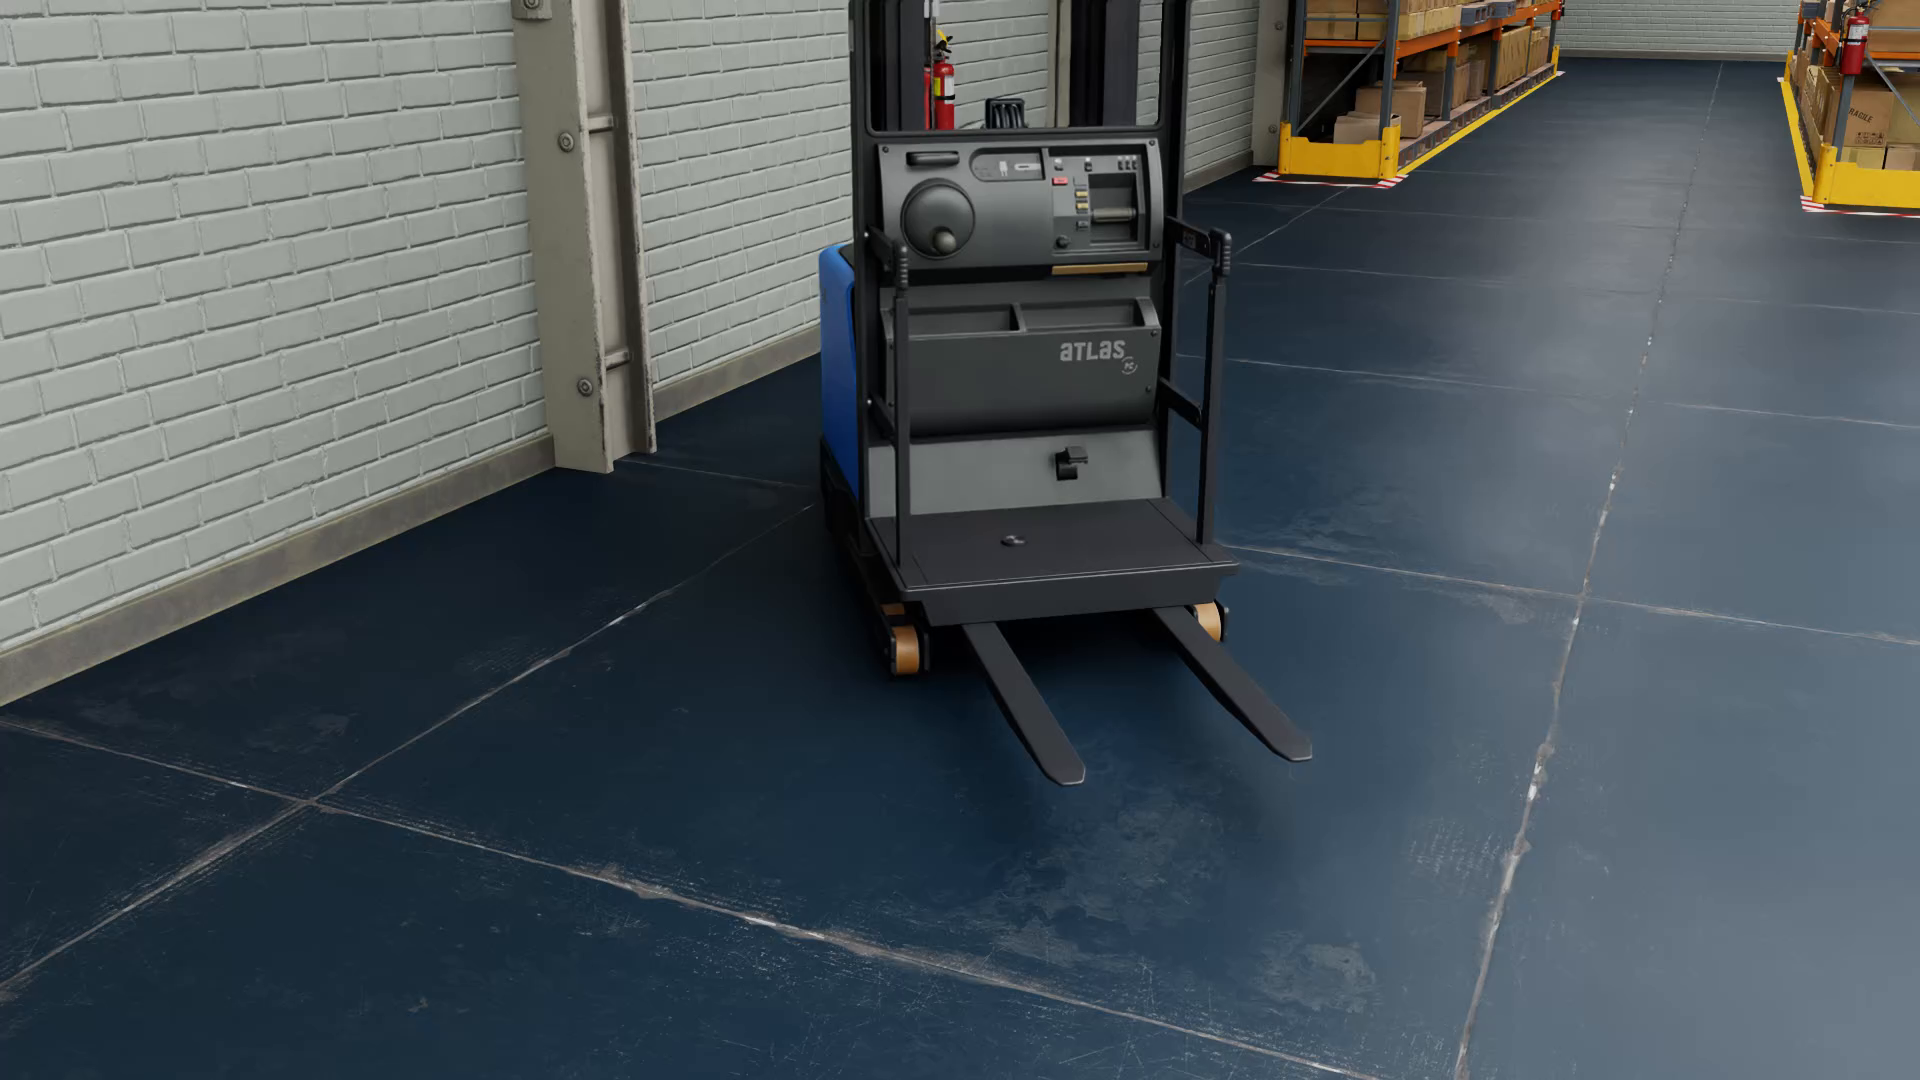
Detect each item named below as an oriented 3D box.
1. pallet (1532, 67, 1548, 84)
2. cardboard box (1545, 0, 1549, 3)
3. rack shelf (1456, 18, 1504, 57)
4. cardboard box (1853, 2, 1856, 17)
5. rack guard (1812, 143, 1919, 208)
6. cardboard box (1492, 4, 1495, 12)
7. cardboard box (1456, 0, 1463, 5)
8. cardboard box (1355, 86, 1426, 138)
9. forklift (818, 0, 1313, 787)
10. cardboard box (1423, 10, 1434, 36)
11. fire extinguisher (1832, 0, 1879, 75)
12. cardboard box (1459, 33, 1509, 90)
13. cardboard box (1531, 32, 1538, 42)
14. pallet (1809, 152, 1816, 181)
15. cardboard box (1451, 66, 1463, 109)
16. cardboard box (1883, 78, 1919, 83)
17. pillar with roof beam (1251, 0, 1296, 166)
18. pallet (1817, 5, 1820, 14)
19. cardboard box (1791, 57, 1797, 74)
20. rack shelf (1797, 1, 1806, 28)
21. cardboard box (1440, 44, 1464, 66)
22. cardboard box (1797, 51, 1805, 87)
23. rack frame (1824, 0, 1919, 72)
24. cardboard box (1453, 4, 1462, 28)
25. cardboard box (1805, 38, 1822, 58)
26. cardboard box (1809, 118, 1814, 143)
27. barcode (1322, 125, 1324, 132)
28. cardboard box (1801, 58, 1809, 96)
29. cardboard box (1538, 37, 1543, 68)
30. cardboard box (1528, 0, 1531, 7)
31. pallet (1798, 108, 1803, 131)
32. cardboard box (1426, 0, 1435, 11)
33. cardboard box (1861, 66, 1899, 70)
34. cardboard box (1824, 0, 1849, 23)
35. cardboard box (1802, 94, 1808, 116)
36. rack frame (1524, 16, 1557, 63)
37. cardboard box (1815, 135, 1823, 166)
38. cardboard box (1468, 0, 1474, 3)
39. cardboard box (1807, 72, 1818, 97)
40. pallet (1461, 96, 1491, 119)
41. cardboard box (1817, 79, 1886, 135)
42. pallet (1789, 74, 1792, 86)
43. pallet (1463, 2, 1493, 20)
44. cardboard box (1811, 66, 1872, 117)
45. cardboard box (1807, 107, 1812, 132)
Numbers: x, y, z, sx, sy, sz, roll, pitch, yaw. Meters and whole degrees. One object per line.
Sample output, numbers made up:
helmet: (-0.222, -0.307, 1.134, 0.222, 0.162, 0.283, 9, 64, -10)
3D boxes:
pallet: (9.604, -8.072, 28.851, 1.003, 0.211, 1.213, 9, 21, 23)
cardboard box: (9.553, -9.541, 28.372, 0.980, 0.700, 0.700, 7, 21, 20)
rack shelf: (6.266, -6.617, 21.671, 1.077, 0.370, 4.000, 9, 21, 23)
cardboard box: (9.582, -5.414, 17.067, 0.700, 0.500, 0.500, 8, 21, 22)
rack guard: (8.320, -3.258, 14.883, 1.175, 0.500, 0.348, 9, 21, 23)
cardboard box: (7.431, -7.527, 23.502, 0.380, 0.149, 0.250, 8, 21, 22)
cardboard box: (5.535, -6.449, 19.202, 0.500, 0.500, 0.500, 8, 21, 23)
cardboard box: (4.754, -4.742, 18.399, 0.700, 0.500, 0.500, 7, 21, 19)
forklift: (0.249, -1.086, 5.148, 1.130, 2.935, 3.031, -4, 20, -12)
cardboard box: (4.712, -5.481, 17.599, 0.500, 0.250, 0.500, 8, 21, 22)
fire extinguisher: (7.857, -4.434, 14.575, 0.296, 0.674, 0.183, 9, 21, 23)
cardboard box: (7.506, -6.959, 24.141, 0.750, 0.750, 0.750, 8, 21, 22)
cardboard box: (9.429, -8.410, 27.775, 0.380, 0.149, 0.250, 9, 22, 25)
pallet: (9.105, -3.740, 16.671, 1.003, 0.211, 1.213, 9, 21, 23)
cardboard box: (6.145, -5.916, 21.702, 0.700, 0.500, 0.500, 9, 21, 23)
cardboard box: (9.369, -4.290, 16.413, 0.500, 0.500, 0.500, 9, 21, 23)
pillar with roof beam: (7.234, -7.690, 14.662, 9.100, 9.000, 0.400, 9, 21, 23)
pallet: (12.398, -7.393, 23.067, 1.003, 0.211, 1.213, 9, 21, 23)
cardboard box: (13.991, -7.813, 27.408, 0.500, 0.250, 0.500, 9, 21, 23)
rack shelf: (14.063, -8.384, 26.639, 1.077, 0.370, 4.000, 9, 21, 23)
cardboard box: (6.341, -6.399, 21.940, 0.500, 0.250, 0.500, 8, 21, 22)
cardboard box: (12.823, -7.026, 24.823, 0.500, 0.500, 0.500, 8, 21, 20)
rack frame: (9.968, -5.666, 17.923, 1.000, 3.000, 0.127, 9, 21, 23)
cardboard box: (5.529, -6.097, 19.329, 0.500, 0.250, 0.500, 9, 21, 23)
cardboard box: (12.209, -6.920, 23.406, 0.500, 0.250, 0.500, 8, 21, 22)
cardboard box: (9.292, -4.316, 17.604, 0.500, 0.250, 0.500, 9, 21, 23)
barcode: (3.817, -4.326, 17.498, 0.001, 0.075, 0.075, 9, 21, 23)
cardboard box: (11.987, -6.394, 23.046, 0.500, 0.500, 0.500, 8, 21, 21)
cardboard box: (9.755, -8.498, 28.992, 0.700, 0.500, 0.500, 8, 21, 21)
cardboard box: (8.761, -8.458, 26.121, 0.380, 0.149, 0.250, 9, 21, 24)
pallet: (11.233, -5.328, 21.136, 1.003, 0.211, 1.213, 9, 21, 23)
cardboard box: (4.707, -5.825, 17.446, 0.500, 0.500, 0.500, 8, 21, 21)
cardboard box: (11.616, -5.861, 21.113, 0.500, 0.311, 0.500, 9, 22, 24)
cardboard box: (11.063, -6.600, 20.682, 0.500, 0.311, 0.500, 8, 21, 22)
cardboard box: (10.711, -5.357, 20.533, 0.500, 0.250, 0.500, 8, 21, 21)
rack frame: (10.361, -10.013, 30.146, 1.000, 3.000, 0.127, 9, 21, 23)
cardboard box: (8.473, -3.704, 15.885, 0.500, 0.250, 0.500, 9, 21, 23)
cardboard box: (6.163, -7.125, 21.221, 0.700, 0.500, 0.500, 12, 23, 30)
cardboard box: (10.495, -5.461, 19.987, 0.500, 0.311, 0.500, 8, 21, 22)
pallet: (6.763, -6.014, 23.066, 1.003, 0.211, 1.213, 9, 21, 23)
cardboard box: (8.674, -4.211, 16.191, 0.500, 0.500, 0.500, 9, 21, 23)
pallet: (14.525, -7.753, 27.954, 1.003, 0.211, 1.213, 9, 21, 23)
pallet: (6.311, -6.866, 21.584, 1.003, 0.211, 1.213, 9, 21, 23)
cardboard box: (9.492, -4.822, 17.910, 0.500, 0.500, 0.500, 9, 21, 23)
cardboard box: (9.873, -4.734, 18.782, 0.500, 0.250, 0.500, 8, 21, 22)
